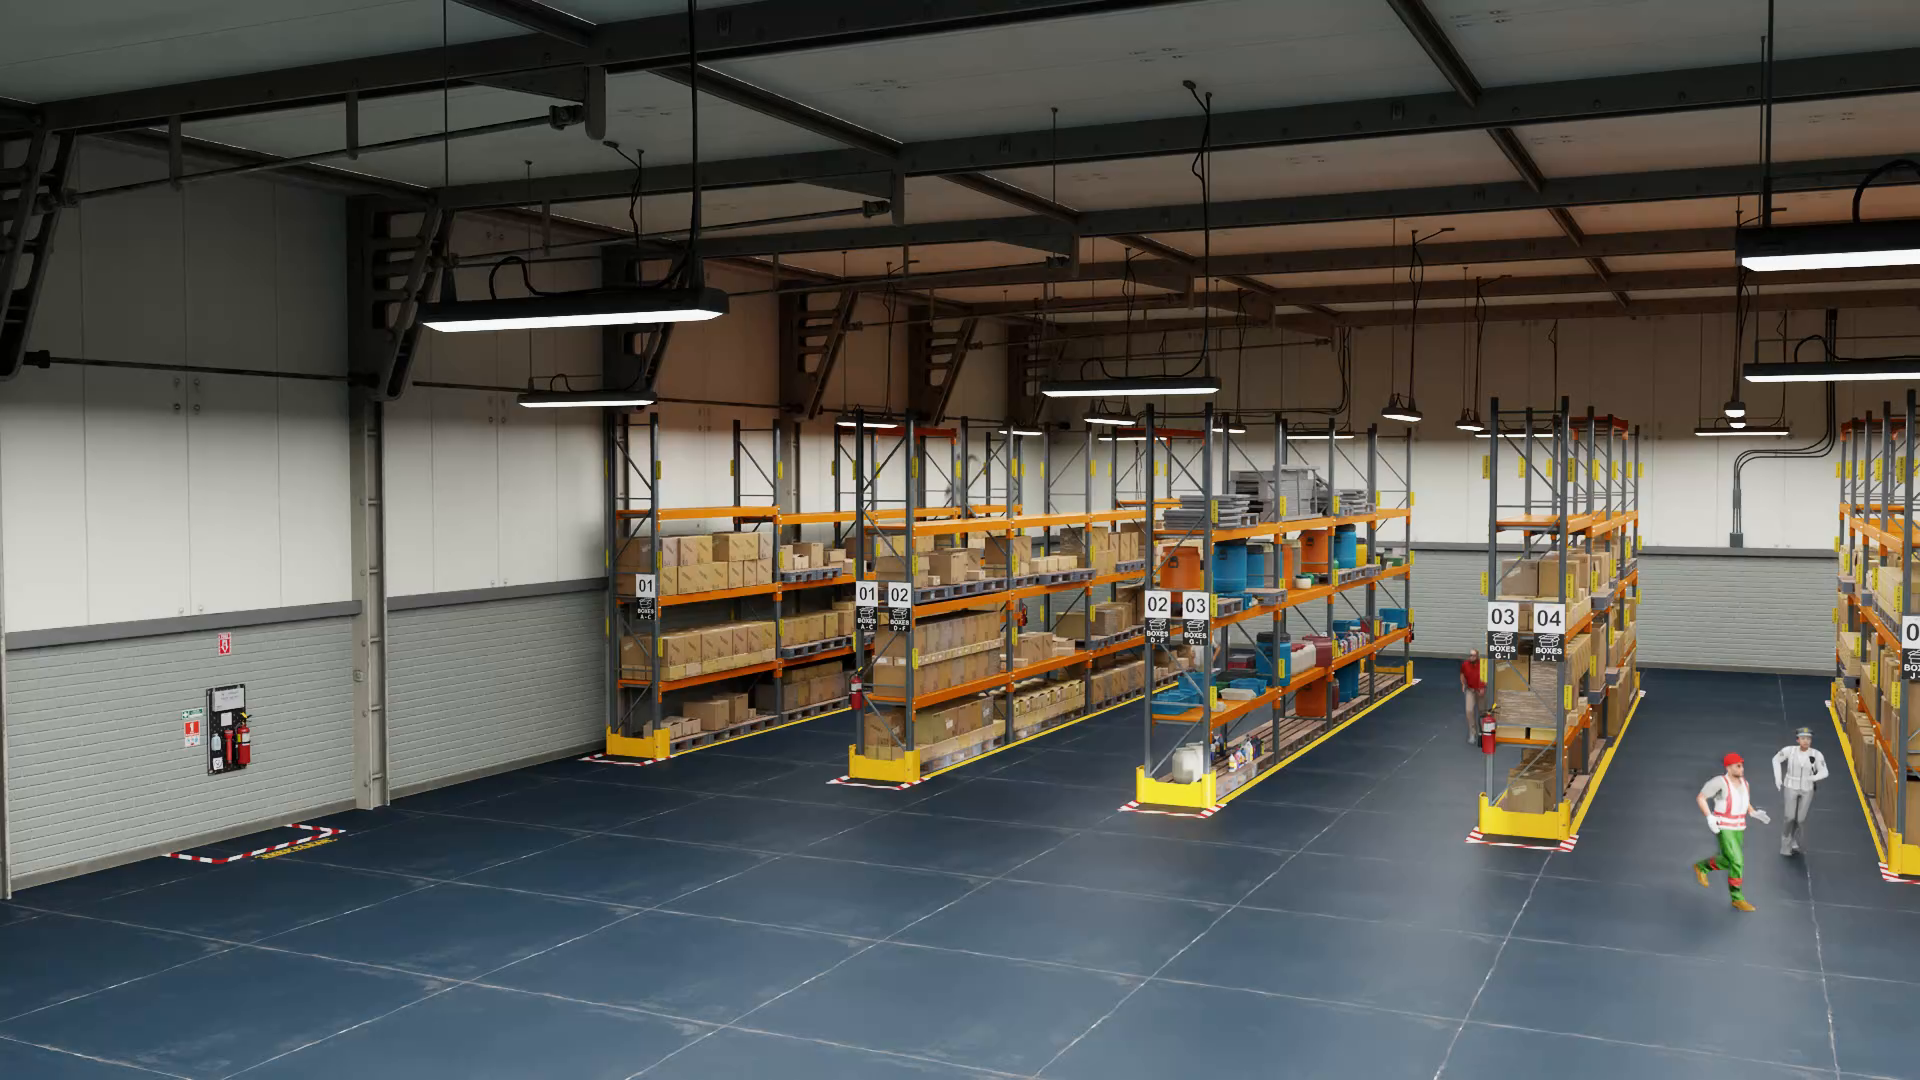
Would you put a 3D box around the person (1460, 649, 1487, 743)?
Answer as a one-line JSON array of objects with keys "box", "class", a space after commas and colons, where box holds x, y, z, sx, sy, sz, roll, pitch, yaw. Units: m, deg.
[{"box": [9.625, 2.877, 30.948, 0.663, 1.733, 1.033, 1, 3, 28], "class": "person"}]

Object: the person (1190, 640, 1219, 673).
[{"box": [5.226, 2.685, 35.628, 0.615, 1.677, 0.875, 1, 3, 27], "class": "person"}]

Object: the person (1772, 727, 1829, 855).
[{"box": [10.930, 3.289, 21.635, 0.638, 1.752, 0.622, 1, 3, 20], "class": "person"}]

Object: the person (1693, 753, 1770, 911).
[{"box": [8.803, 3.315, 19.190, 0.633, 1.764, 0.910, -1, 3, -25], "class": "person"}]
